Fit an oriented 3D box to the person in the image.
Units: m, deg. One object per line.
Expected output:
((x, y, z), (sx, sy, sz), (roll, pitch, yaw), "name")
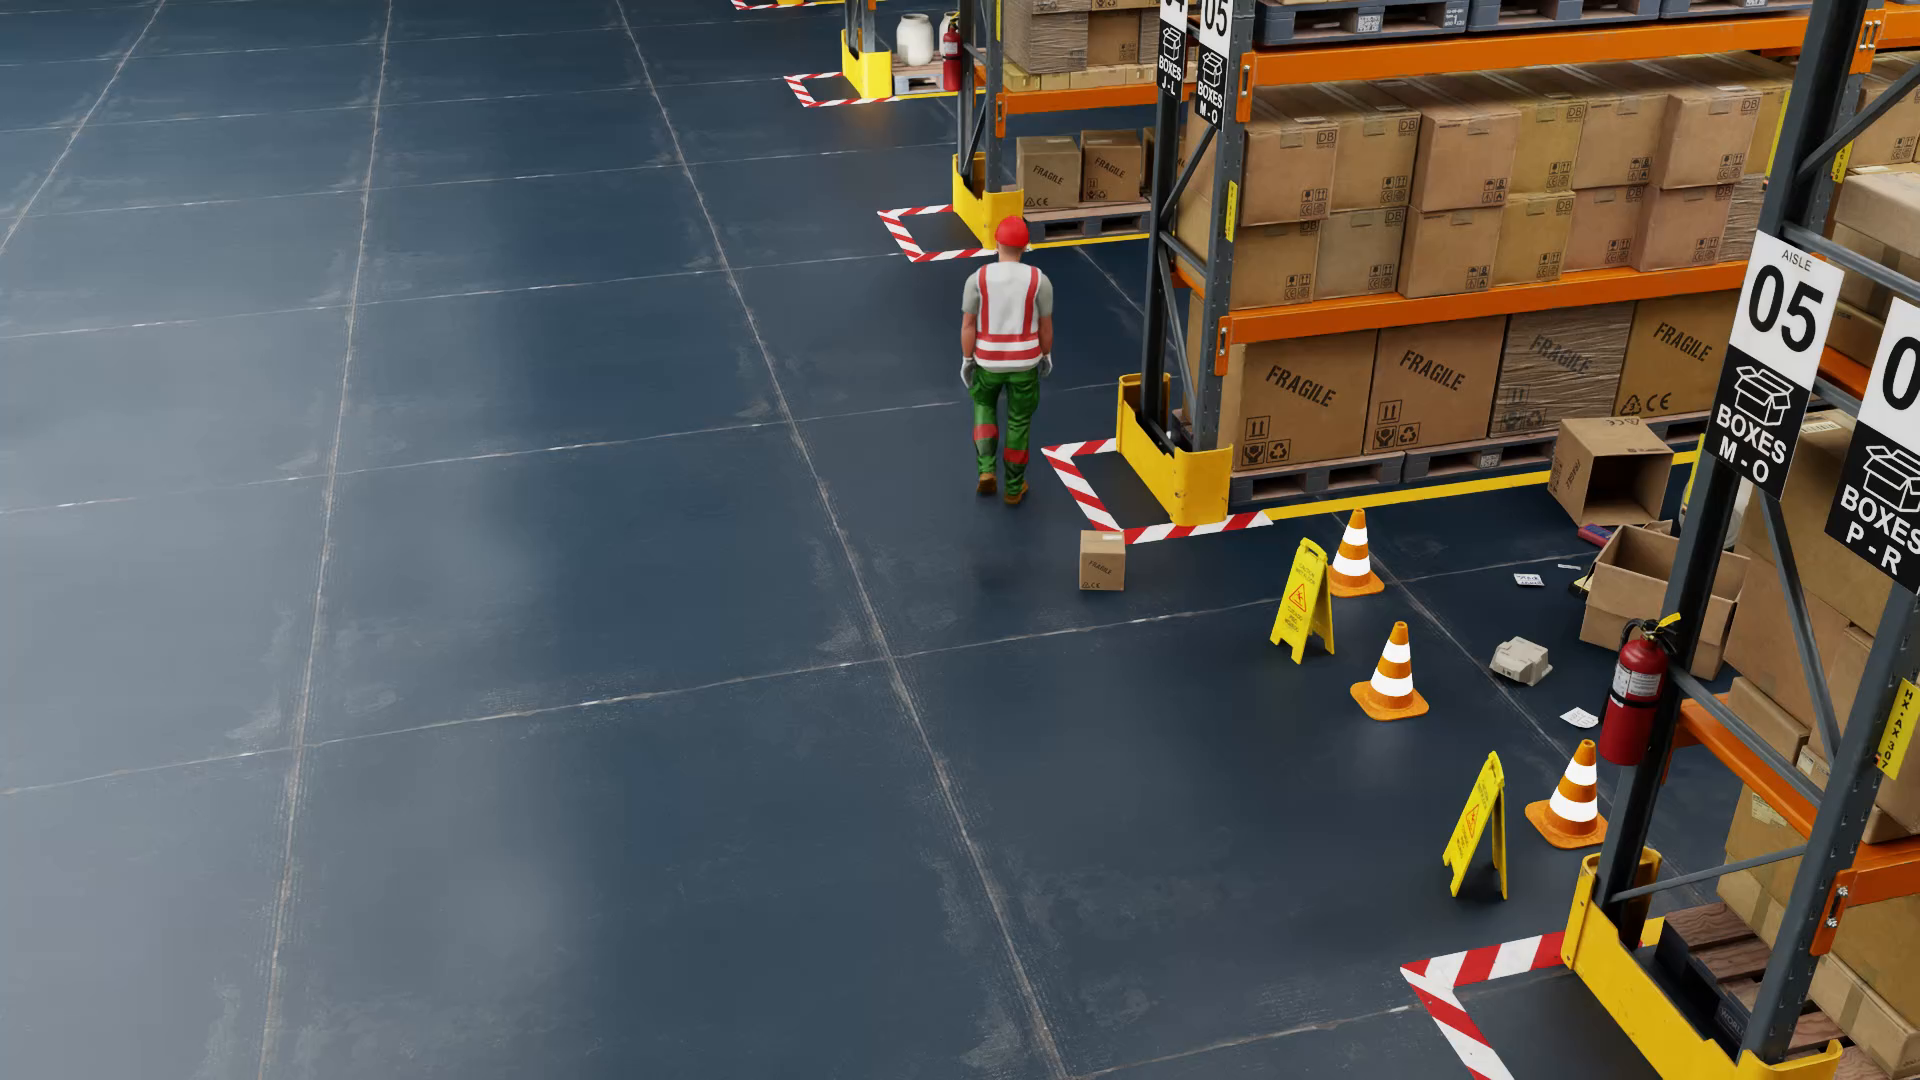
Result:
((0.285, -1.076, 10.063), (0.547, 1.804, 0.430), (3, 30, 5), "person")
